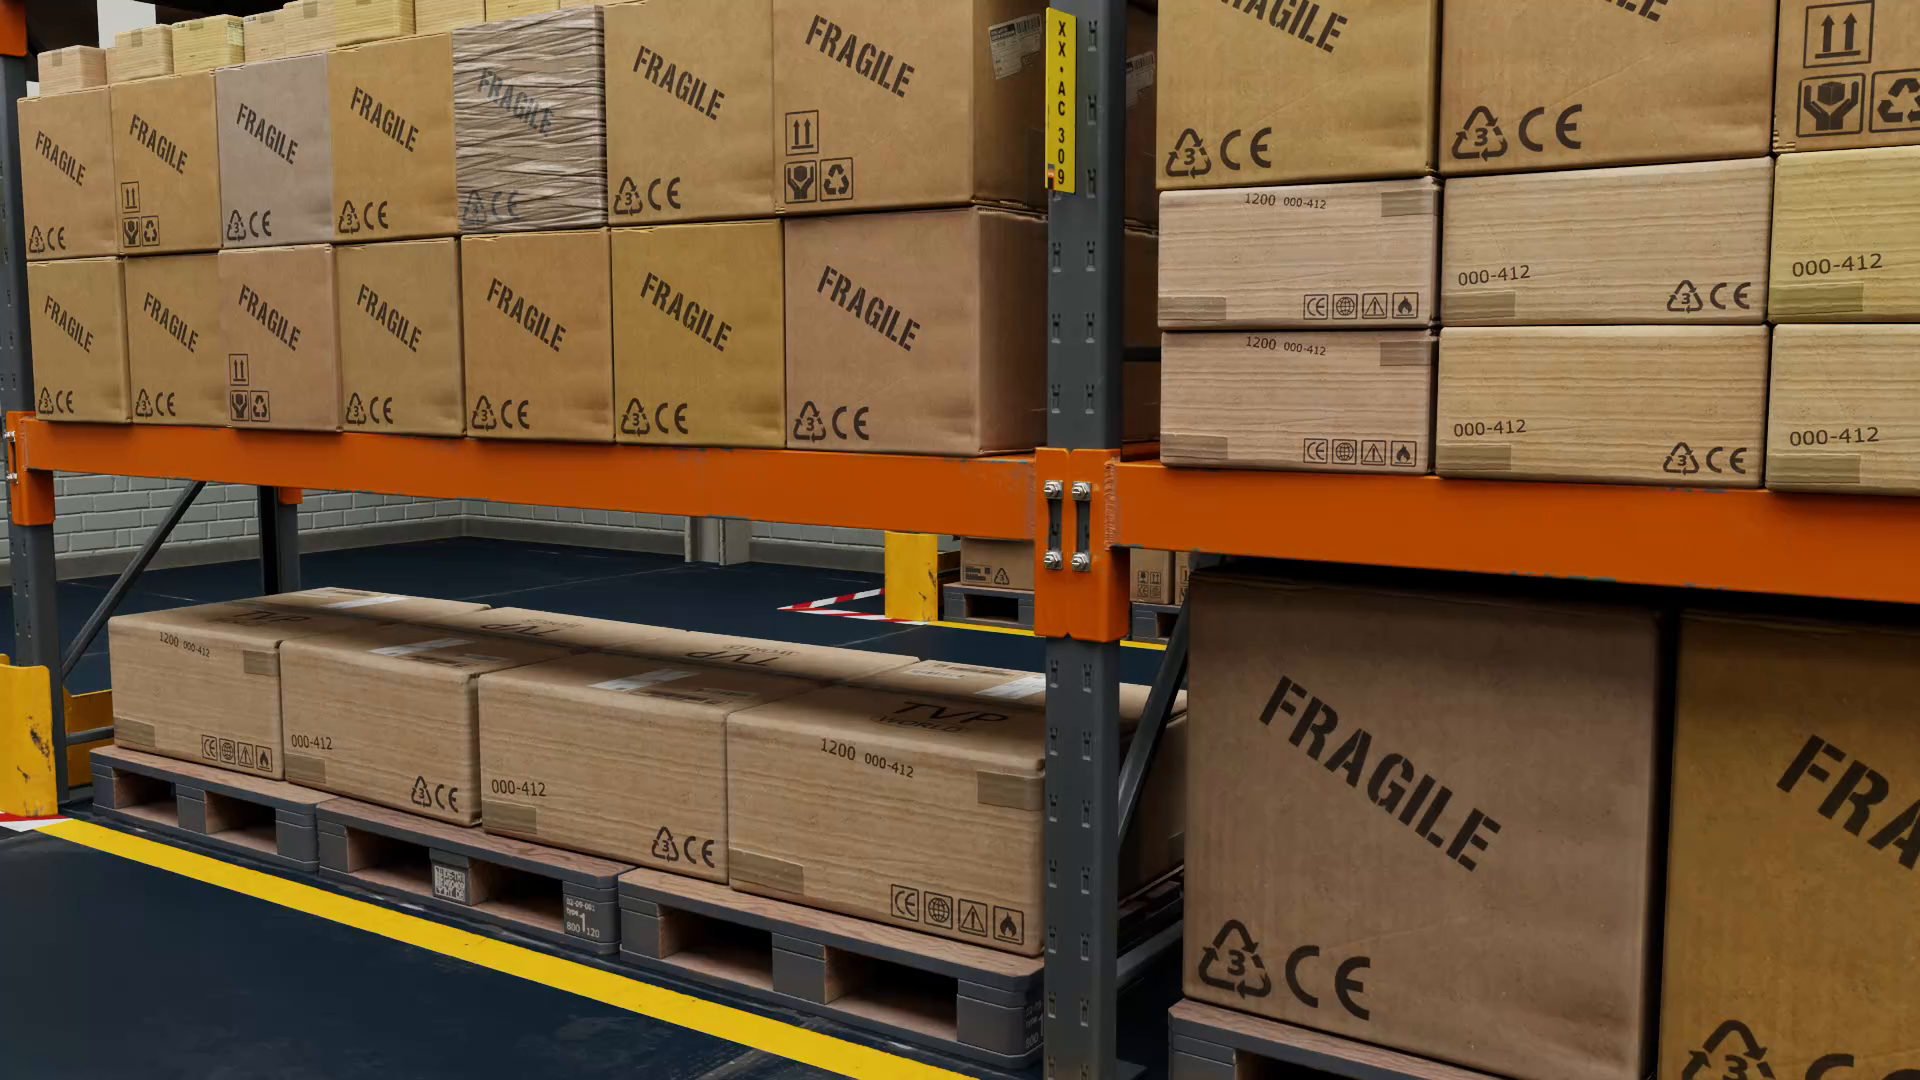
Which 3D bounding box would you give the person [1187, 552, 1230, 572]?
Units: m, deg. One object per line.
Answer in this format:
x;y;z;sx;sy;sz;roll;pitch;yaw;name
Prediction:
1.153;-0.024;6.922;0.625;1.543;0.666;4;8;34;person
